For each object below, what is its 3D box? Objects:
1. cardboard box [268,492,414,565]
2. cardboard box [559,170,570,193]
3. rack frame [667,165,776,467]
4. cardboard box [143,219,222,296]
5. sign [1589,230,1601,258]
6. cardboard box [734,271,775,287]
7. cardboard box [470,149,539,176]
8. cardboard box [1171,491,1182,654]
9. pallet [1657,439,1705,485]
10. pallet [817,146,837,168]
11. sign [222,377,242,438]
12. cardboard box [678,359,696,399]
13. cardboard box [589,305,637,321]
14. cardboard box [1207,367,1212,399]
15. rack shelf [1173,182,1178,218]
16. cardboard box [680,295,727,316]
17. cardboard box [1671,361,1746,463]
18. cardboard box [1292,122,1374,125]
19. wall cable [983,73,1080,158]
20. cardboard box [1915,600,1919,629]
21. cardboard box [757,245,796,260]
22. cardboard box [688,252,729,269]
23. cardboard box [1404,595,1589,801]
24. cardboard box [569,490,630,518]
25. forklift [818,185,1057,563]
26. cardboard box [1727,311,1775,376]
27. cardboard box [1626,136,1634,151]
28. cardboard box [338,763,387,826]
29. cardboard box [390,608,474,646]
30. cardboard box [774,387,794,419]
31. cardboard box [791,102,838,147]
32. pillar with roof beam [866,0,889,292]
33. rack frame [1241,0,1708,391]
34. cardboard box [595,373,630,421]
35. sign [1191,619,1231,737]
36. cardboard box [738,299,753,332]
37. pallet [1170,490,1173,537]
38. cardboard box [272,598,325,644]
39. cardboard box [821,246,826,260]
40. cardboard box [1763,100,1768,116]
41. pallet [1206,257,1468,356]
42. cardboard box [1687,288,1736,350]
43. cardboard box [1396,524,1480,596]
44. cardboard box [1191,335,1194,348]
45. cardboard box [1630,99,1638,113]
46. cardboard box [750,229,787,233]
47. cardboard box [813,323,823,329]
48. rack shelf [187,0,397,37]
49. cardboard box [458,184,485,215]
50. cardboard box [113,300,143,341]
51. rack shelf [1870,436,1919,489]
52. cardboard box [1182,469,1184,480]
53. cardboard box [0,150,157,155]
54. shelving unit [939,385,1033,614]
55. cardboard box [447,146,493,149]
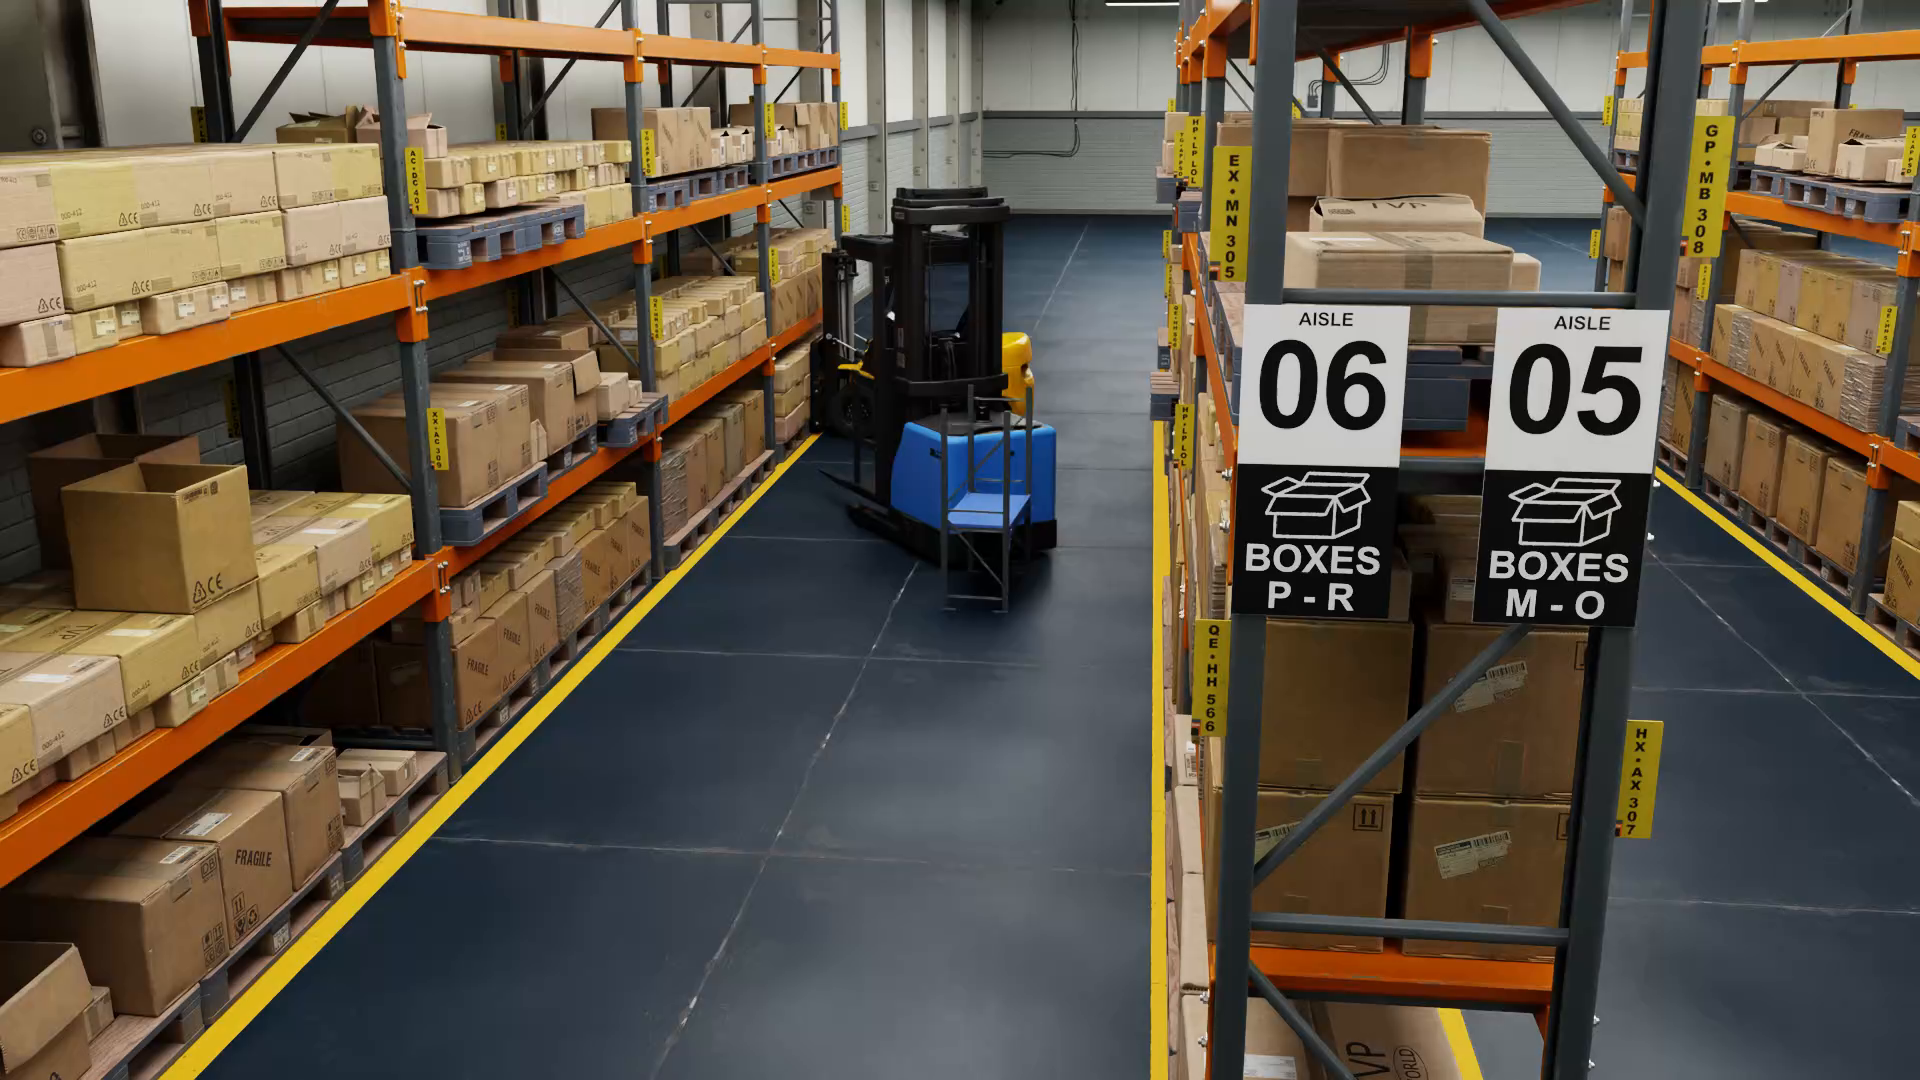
[{"bbox_3d":[-3.093,-0.055,8.338,0.500,0.250,0.500,2,15,8],"label":"cardboard box"},{"bbox_3d":[-2.793,-2.367,10.946,0.380,0.149,0.250,2,15,7],"label":"cardboard box"},{"bbox_3d":[-2.375,-2.198,16.545,1.000,3.000,0.127,2,15,6],"label":"rack frame"},{"bbox_3d":[-3.265,-1.112,6.498,0.500,0.250,0.500,1,15,5],"label":"cardboard box"},{"bbox_3d":[7.388,-3.445,19.345,0.100,0.325,0.005,2,15,6],"label":"sign"},{"bbox_3d":[-2.078,-2.635,16.725,0.380,0.149,0.250,1,15,5],"label":"cardboard box"},{"bbox_3d":[-2.731,-2.245,9.888,0.380,0.149,0.250,2,15,7],"label":"cardboard box"},{"bbox_3d":[1.841,0.215,10.885,0.875,0.875,0.875,2,15,7],"label":"cardboard box"},{"bbox_3d":[7.651,-0.782,16.651,1.003,0.211,1.213,2,15,6],"label":"pallet"},{"bbox_3d":[-2.029,-4.458,19.326,1.003,0.211,1.213,2,15,6],"label":"pallet"},{"bbox_3d":[-3.830,-0.698,8.778,0.100,0.325,0.005,2,15,6],"label":"sign"},{"bbox_3d":[-2.472,-1.327,13.609,0.500,0.250,0.500,1,15,5],"label":"cardboard box"},{"bbox_3d":[-2.917,-1.880,13.935,0.380,0.149,0.250,2,15,6],"label":"cardboard box"},{"bbox_3d":[1.361,-0.748,7.832,0.380,0.149,0.250,1,15,5],"label":"cardboard box"},{"bbox_3d":[2.783,-3.672,17.629,1.077,0.370,4.000,2,15,6],"label":"rack shelf"},{"bbox_3d":[-2.261,-2.061,14.604,0.380,0.149,0.250,1,15,5],"label":"cardboard box"},{"bbox_3d":[7.627,-1.272,16.384,0.875,0.875,0.875,2,15,7],"label":"cardboard box"},{"bbox_3d":[2.195,-2.249,9.990,0.500,0.500,0.500,2,15,7],"label":"cardboard box"},{"bbox_3d":[2.134,-12.985,50.891,3.097,2.526,0.112,2,15,6],"label":"wall cable"},{"bbox_3d":[6.649,0.414,10.867,0.500,0.500,0.500,2,15,7],"label":"cardboard box"},{"bbox_3d":[-1.951,-3.046,17.676,0.380,0.149,0.250,1,15,5],"label":"cardboard box"},{"bbox_3d":[-2.570,-2.859,16.984,0.380,0.149,0.250,1,15,5],"label":"cardboard box"},{"bbox_3d":[1.540,0.412,4.784,0.500,0.500,0.500,1,15,5],"label":"cardboard box"},{"bbox_3d":[-2.631,-0.263,12.129,0.380,0.149,0.250,1,15,3],"label":"cardboard box"},{"bbox_3d":[-0.343,-1.569,14.350,1.130,2.935,3.031,-8,17,-27],"label":"forklift"},{"bbox_3d":[7.104,-1.722,14.593,0.500,0.500,0.500,2,15,7],"label":"cardboard box"},{"bbox_3d":[7.524,-4.338,18.197,0.380,0.149,0.250,2,15,6],"label":"cardboard box"},{"bbox_3d":[-3.089,1.239,8.265,0.396,0.266,0.258,2,15,8],"label":"cardboard box"},{"bbox_3d":[-2.973,0.482,9.374,0.380,0.149,0.250,2,15,9],"label":"cardboard box"},{"bbox_3d":[-2.014,-1.431,17.214,0.500,0.250,0.500,2,15,6],"label":"cardboard box"},{"bbox_3d":[-1.732,-4.861,19.458,0.500,0.500,0.500,2,15,8],"label":"cardboard box"},{"bbox_3d":[2.734,-8.963,30.070,9.100,9.000,0.400,2,15,6],"label":"pillar with roof beam"},{"bbox_3d":[1.203,-1.837,3.715,1.000,3.000,0.127,2,15,6],"label":"rack frame"},{"bbox_3d":[-2.624,-1.008,11.626,0.500,0.250,0.500,1,15,4],"label":"cardboard box"},{"bbox_3d":[0.665,0.366,4.388,0.100,0.325,0.005,2,15,6],"label":"sign"},{"bbox_3d":[-2.227,-2.099,15.506,0.500,0.250,0.500,1,15,5],"label":"cardboard box"},{"bbox_3d":[2.336,-0.188,14.452,1.003,0.211,1.213,2,15,6],"label":"pallet"},{"bbox_3d":[-3.134,0.359,7.571,0.380,0.149,0.250,1,15,5],"label":"cardboard box"},{"bbox_3d":[-1.774,-3.366,19.430,0.380,0.149,0.250,2,15,7],"label":"cardboard box"},{"bbox_3d":[7.951,-4.178,16.078,0.380,0.149,0.250,1,15,5],"label":"cardboard box"},{"bbox_3d":[1.412,-0.856,6.004,1.003,0.211,1.213,2,15,6],"label":"pallet"},{"bbox_3d":[7.517,-2.102,15.901,0.875,0.550,0.550,2,15,6],"label":"cardboard box"},{"bbox_3d":[1.477,0.061,4.839,0.380,0.149,0.250,2,15,8],"label":"cardboard box"},{"bbox_3d":[1.583,-0.898,9.628,0.500,0.500,0.500,2,15,8],"label":"cardboard box"},{"bbox_3d":[7.527,-4.725,18.101,0.380,0.149,0.250,1,15,5],"label":"cardboard box"},{"bbox_3d":[-2.266,-3.593,19.698,0.380,0.149,0.250,2,15,8],"label":"cardboard box"},{"bbox_3d":[-1.666,-2.465,20.080,0.500,0.250,0.500,2,15,8],"label":"cardboard box"},{"bbox_3d":[-3.504,-2.152,6.265,1.077,0.370,4.000,2,15,6],"label":"rack shelf"},{"bbox_3d":[-2.785,-1.833,8.933,0.380,0.149,0.250,2,15,7],"label":"cardboard box"},{"bbox_3d":[-3.294,-0.819,6.179,0.380,0.149,0.250,2,15,6],"label":"cardboard box"},{"bbox_3d":[6.810,-0.030,9.905,1.077,0.370,4.000,2,15,6],"label":"rack shelf"},{"bbox_3d":[1.695,-0.554,10.752,0.500,0.250,0.500,2,15,8],"label":"cardboard box"},{"bbox_3d":[-3.717,-1.497,6.966,0.500,0.250,0.500,2,15,6],"label":"cardboard box"},{"bbox_3d":[0.209,-0.332,12.515,0.538,1.500,1.048,3,15,11],"label":"shelving unit"},{"bbox_3d":[-3.226,-2.455,10.701,0.380,0.149,0.250,2,15,6],"label":"cardboard box"}]
